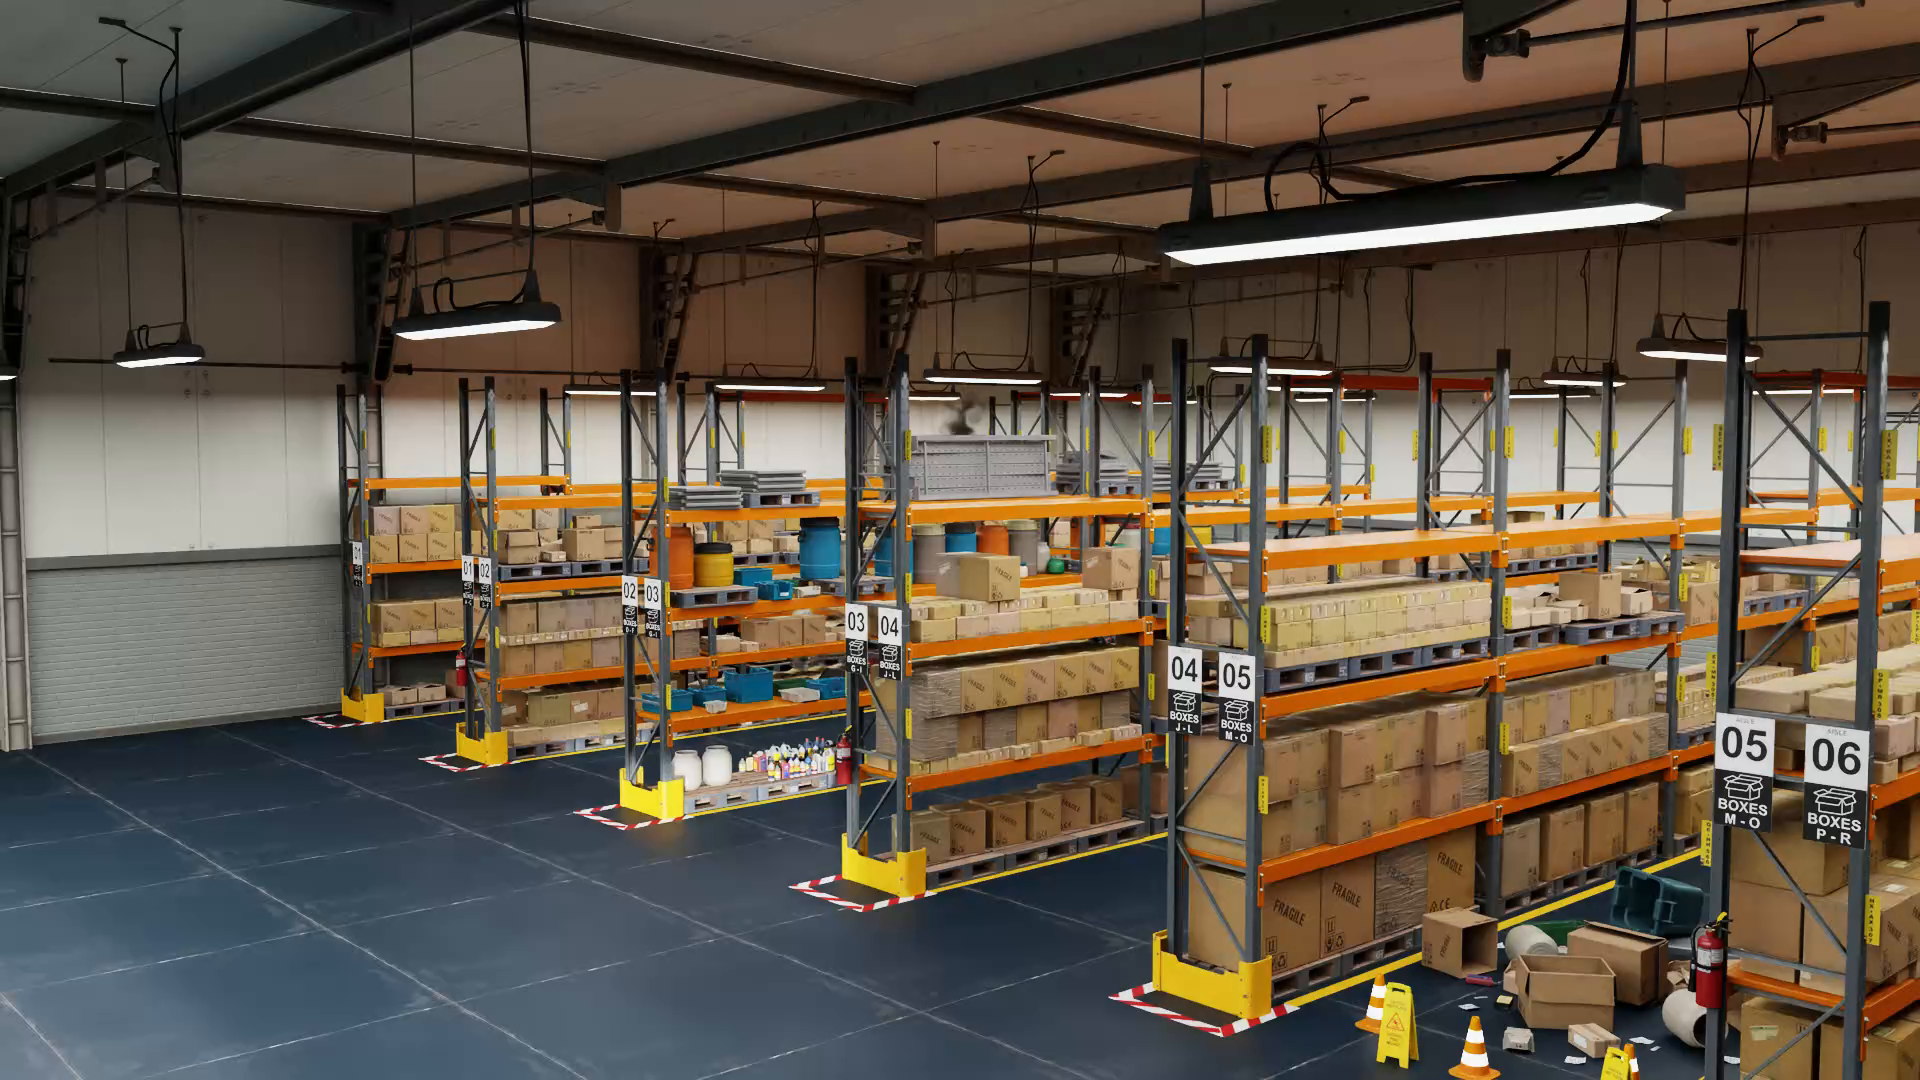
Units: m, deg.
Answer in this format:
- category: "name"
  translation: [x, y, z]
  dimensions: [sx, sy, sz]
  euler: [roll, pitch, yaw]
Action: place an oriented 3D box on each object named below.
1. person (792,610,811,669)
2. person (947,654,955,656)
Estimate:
- category: "person"
  translation: [-3.144, 1.902, 32.864]
  dimensions: [0.565, 1.652, 0.731]
  euler: [2, 4, 33]
- category: "person"
  translation: [-0.203, 2.172, 28.673]
  dimensions: [0.453, 1.736, 0.795]
  euler: [3, 5, 42]
